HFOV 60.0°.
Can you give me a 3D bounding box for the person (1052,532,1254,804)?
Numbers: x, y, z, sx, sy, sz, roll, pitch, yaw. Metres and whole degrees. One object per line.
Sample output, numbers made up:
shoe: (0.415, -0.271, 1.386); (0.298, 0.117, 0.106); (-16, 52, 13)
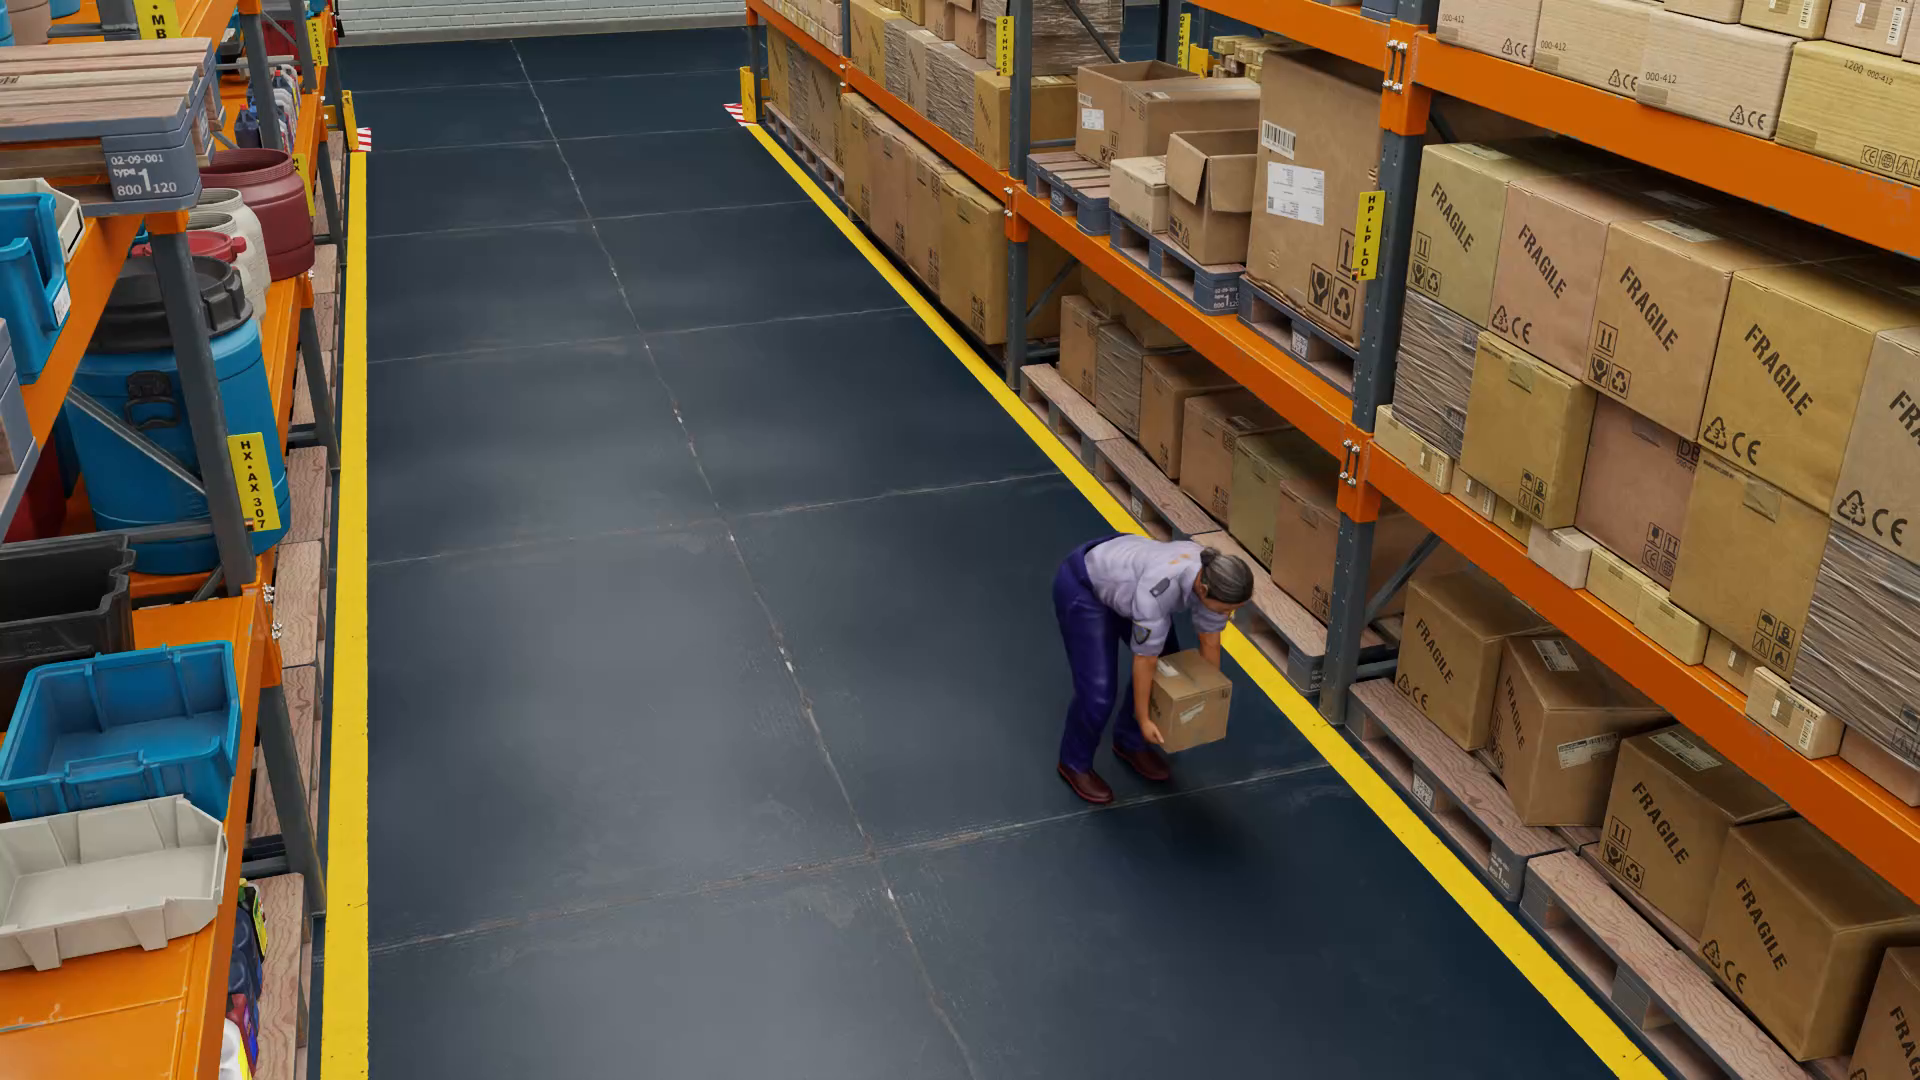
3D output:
person: (0.721, 0.475, 6.200); (0.464, 1.190, 0.874); (-18, 32, -31)
